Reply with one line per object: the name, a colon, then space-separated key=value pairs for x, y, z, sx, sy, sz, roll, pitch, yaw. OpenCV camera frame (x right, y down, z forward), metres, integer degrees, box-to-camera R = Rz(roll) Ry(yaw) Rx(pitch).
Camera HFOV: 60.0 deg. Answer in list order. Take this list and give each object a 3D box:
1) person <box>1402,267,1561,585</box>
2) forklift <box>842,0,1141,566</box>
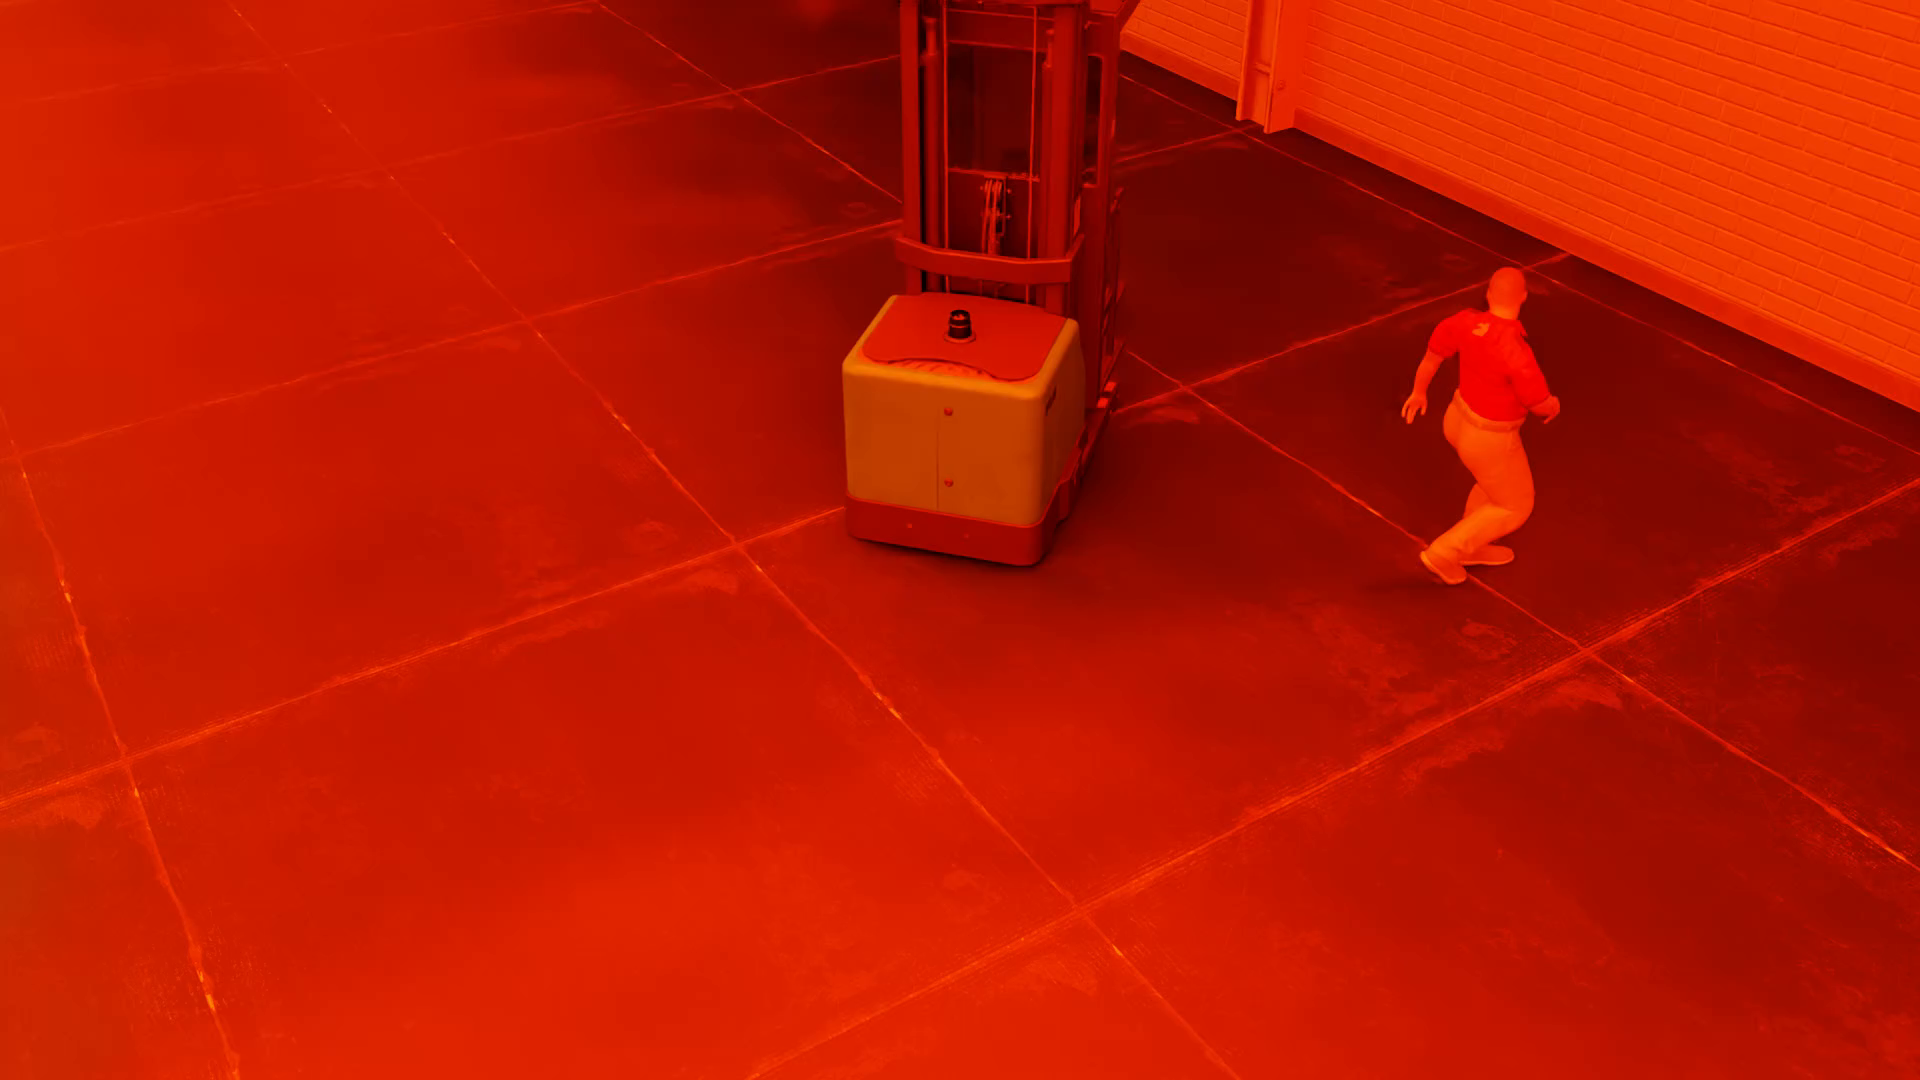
person: x=2.549 y=-0.550 z=8.039 sx=0.634 sy=1.673 sz=0.699 roll=-6 pitch=36 yaw=-9
forklift: x=0.315 y=-1.915 z=8.873 sx=1.130 sy=2.935 sz=3.031 roll=10 pitch=36 yaw=13
